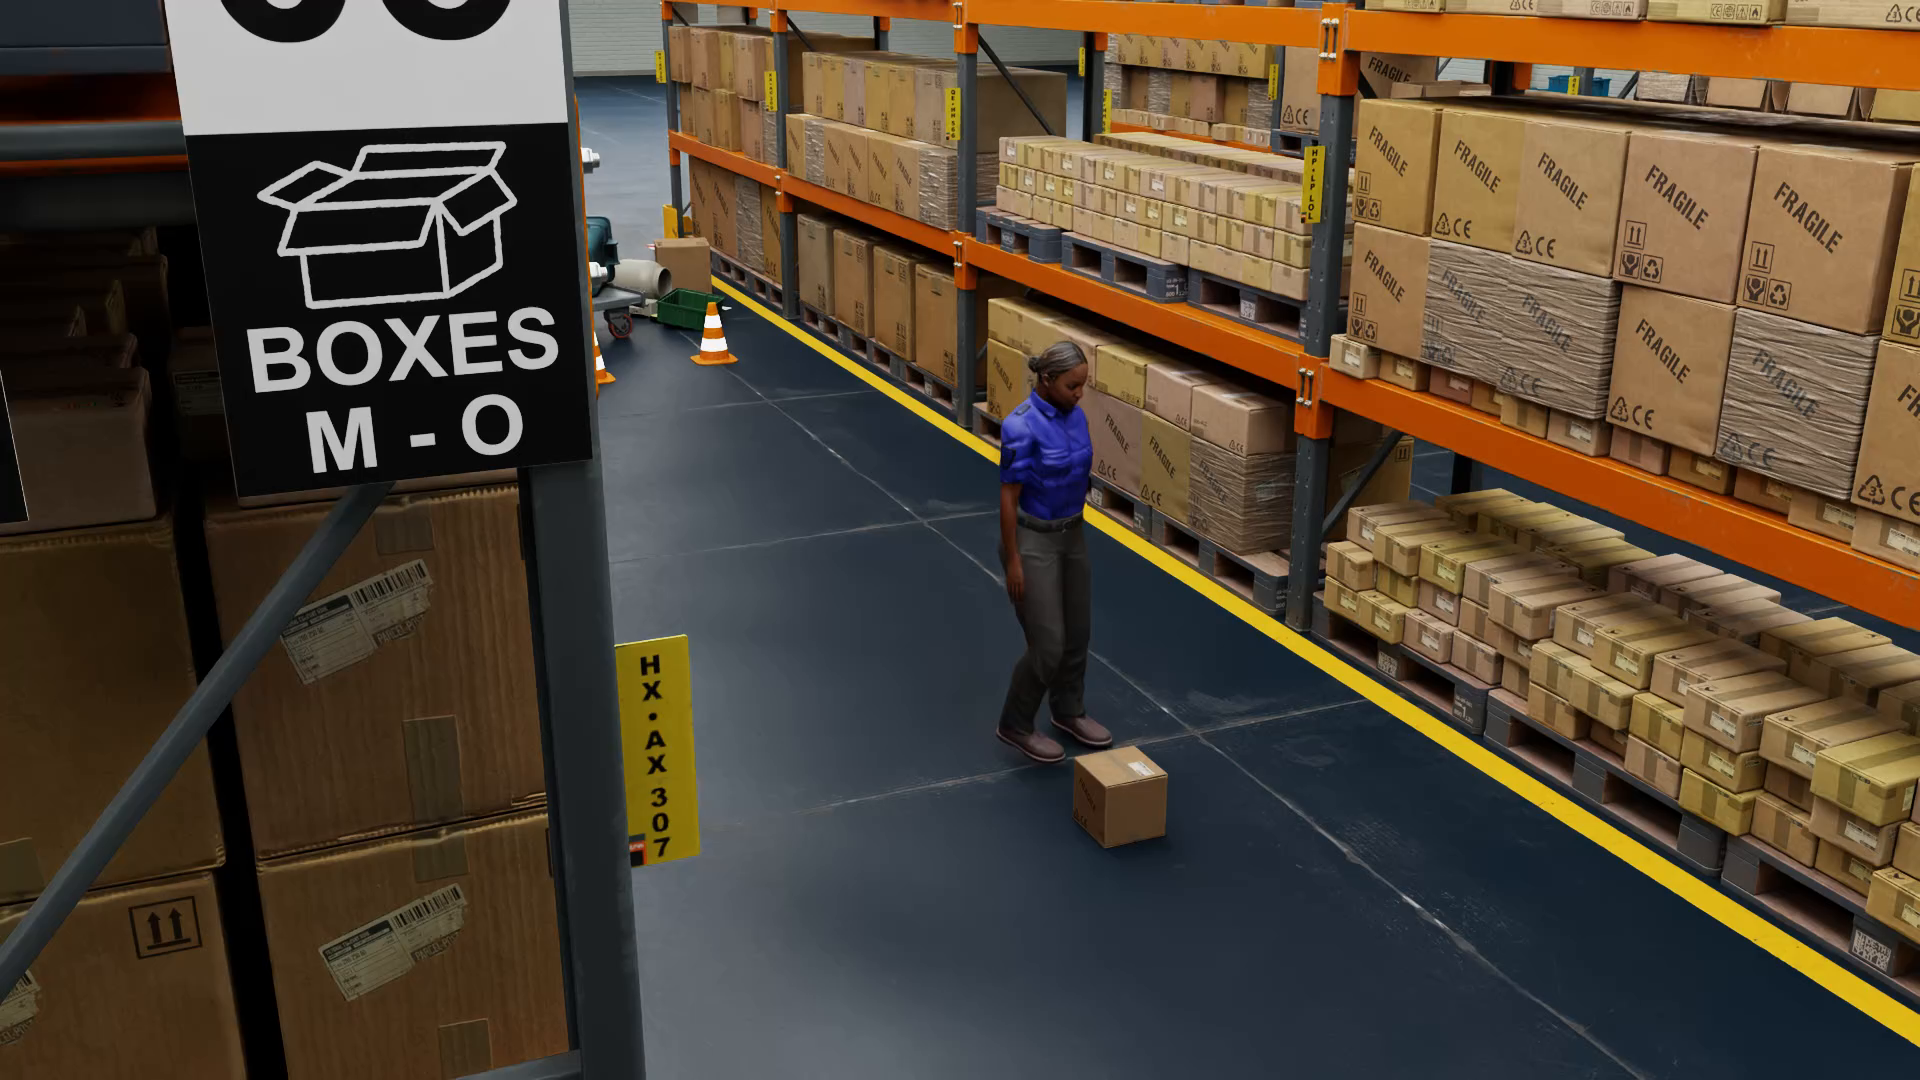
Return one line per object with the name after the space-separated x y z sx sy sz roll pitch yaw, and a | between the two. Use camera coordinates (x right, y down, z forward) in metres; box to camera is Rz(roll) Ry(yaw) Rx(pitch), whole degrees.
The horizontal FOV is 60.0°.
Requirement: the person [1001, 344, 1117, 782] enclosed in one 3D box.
0.383 0.066 6.326 0.514 1.653 0.364 -18 26 -41 | person
